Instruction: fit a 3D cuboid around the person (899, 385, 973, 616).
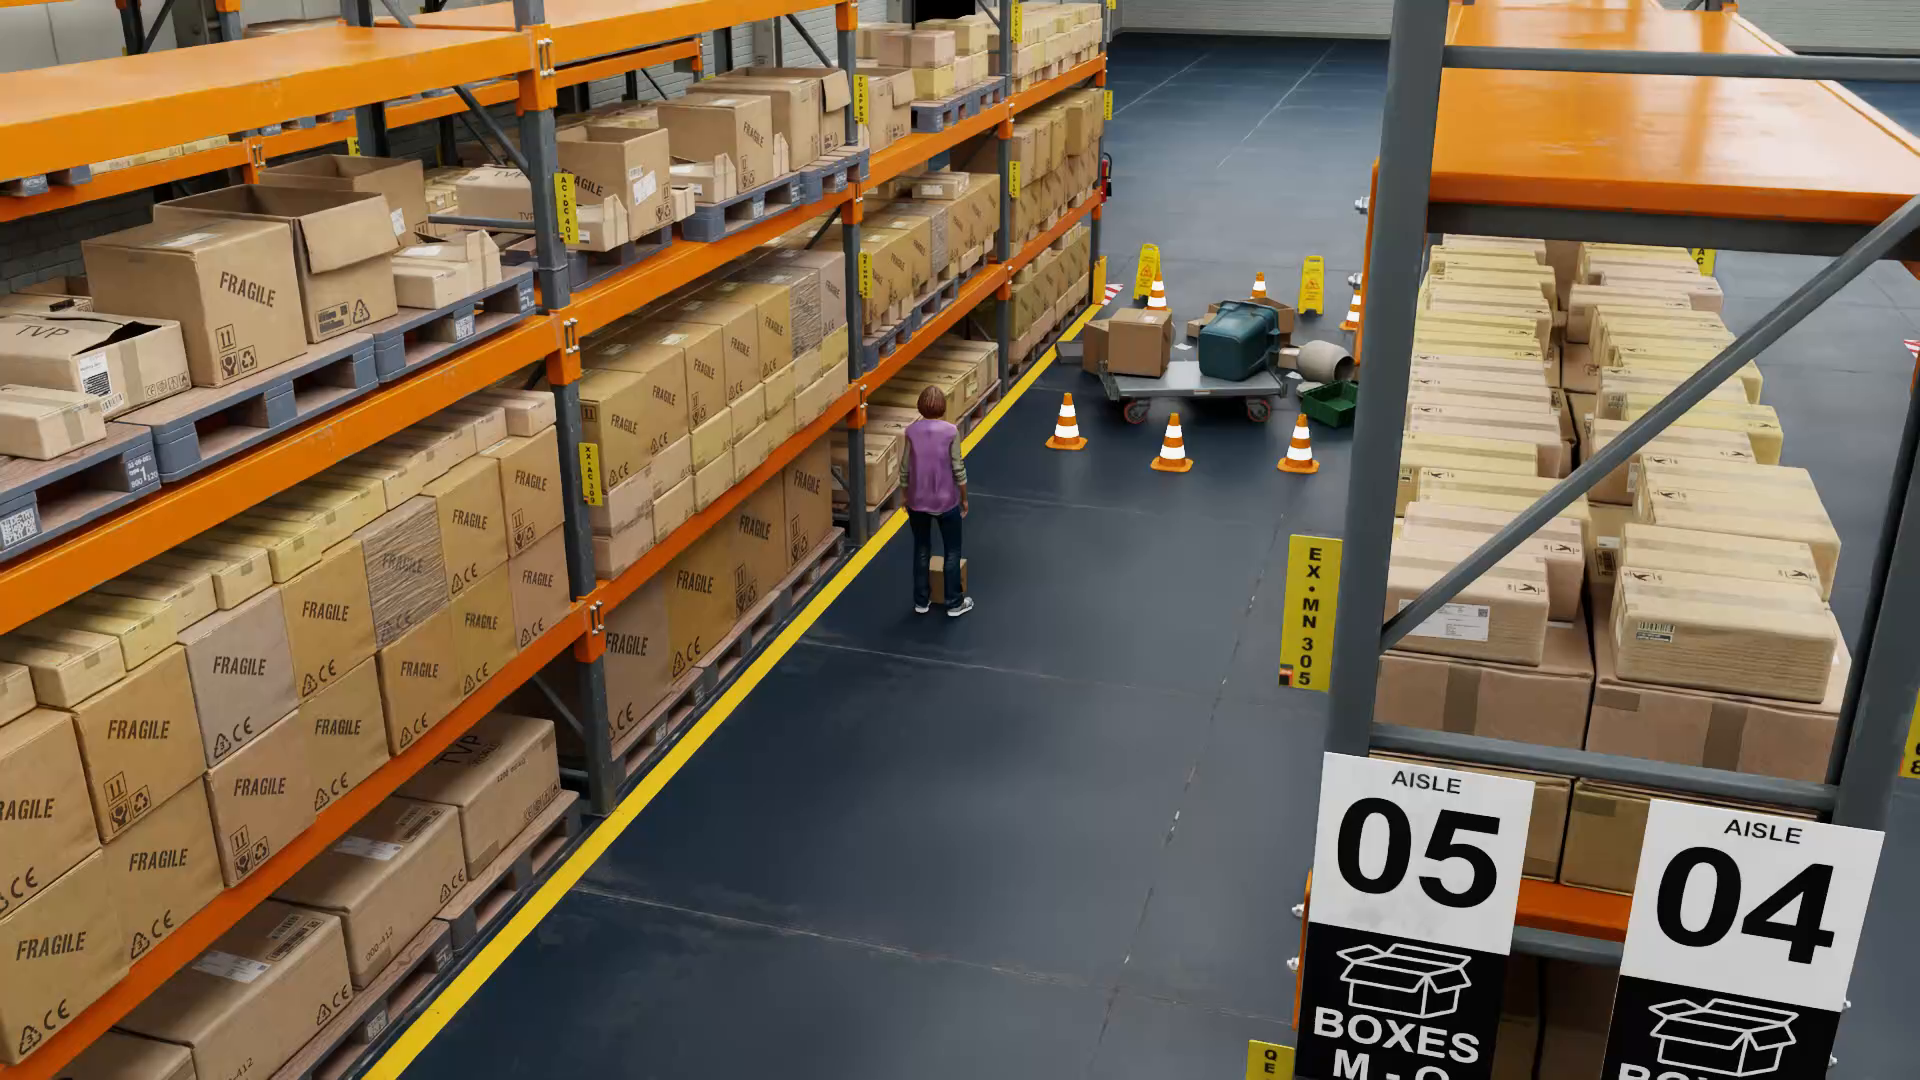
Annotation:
[{"bbox_3d":[-0.169,-0.251,11.217,0.485,1.593,0.342,5,23,13],"label":"person"}]
